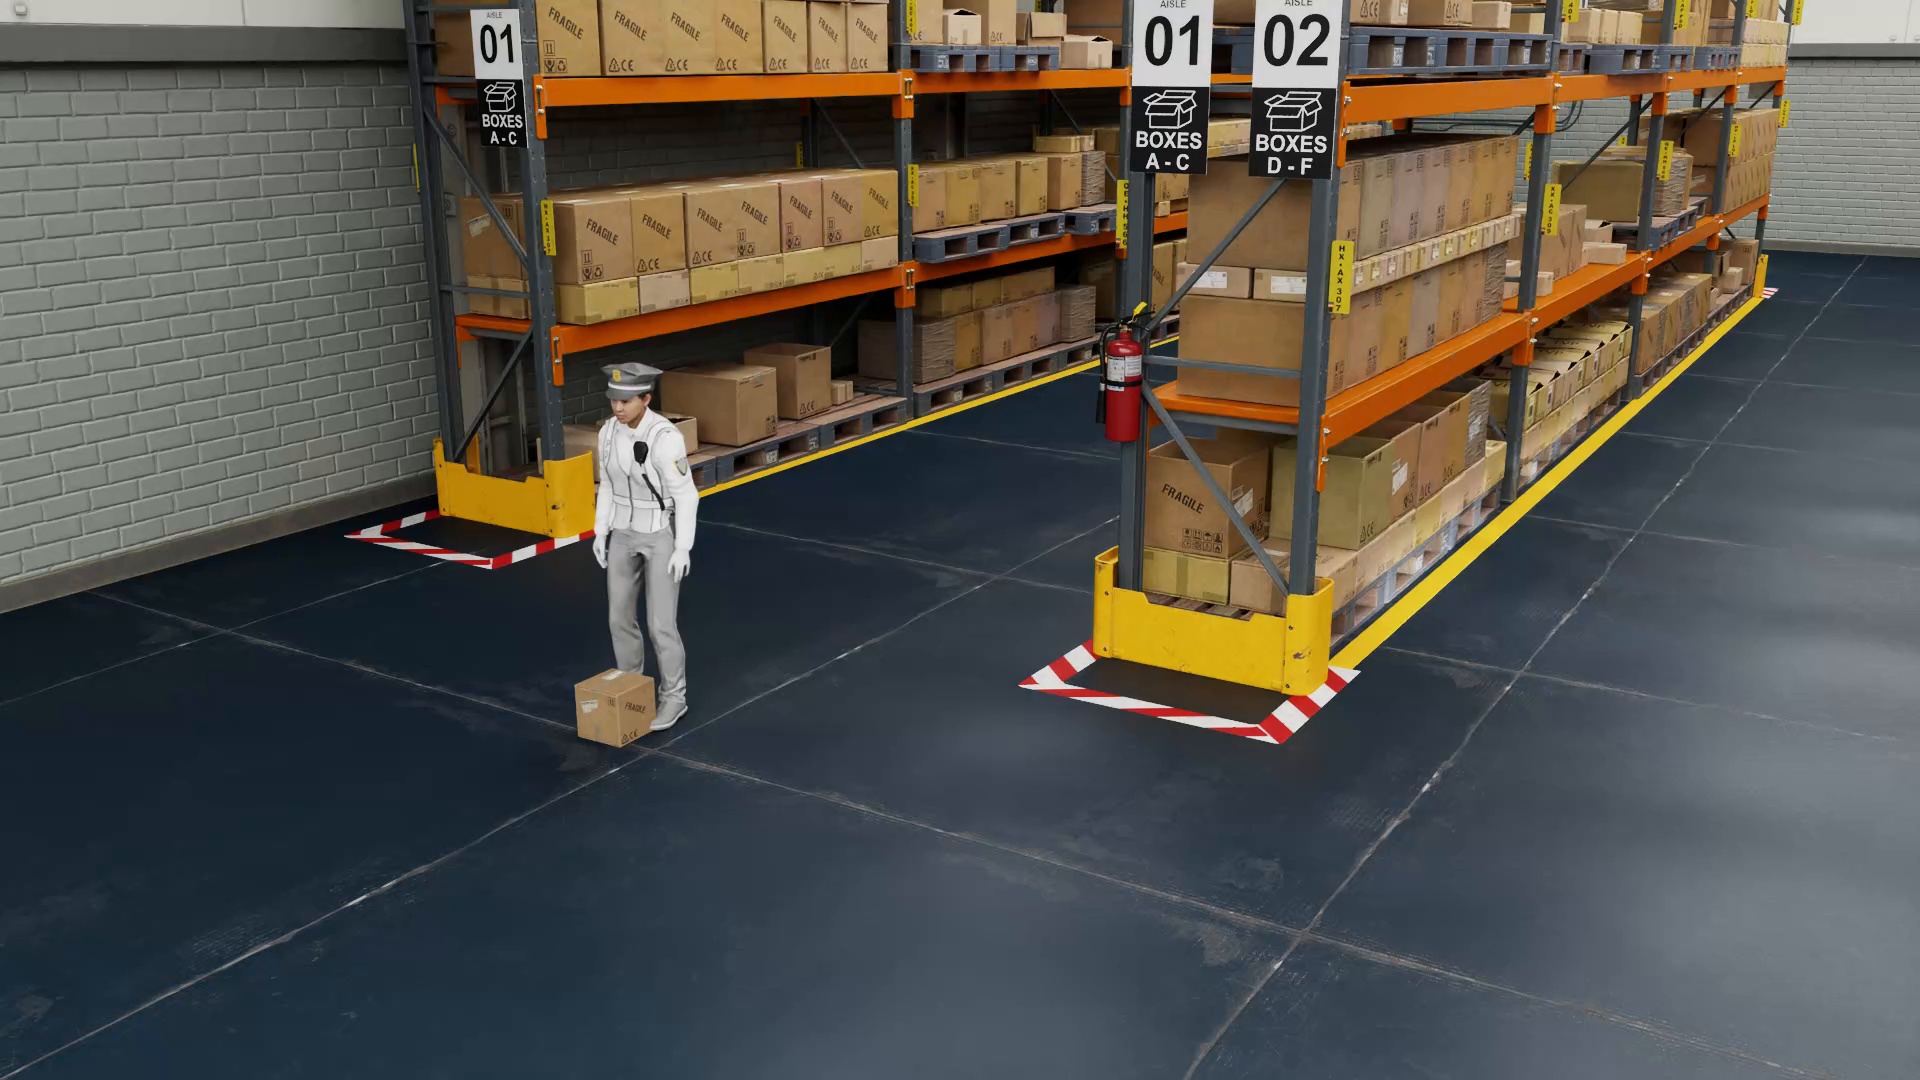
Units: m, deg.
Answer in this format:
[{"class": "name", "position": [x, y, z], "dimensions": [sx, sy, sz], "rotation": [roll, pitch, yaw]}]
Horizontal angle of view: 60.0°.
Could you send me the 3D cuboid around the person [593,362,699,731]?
[{"class": "person", "position": [-1.421, 0.016, 7.475], "dimensions": [0.540, 1.662, 0.374], "rotation": [9, 18, 27]}]
